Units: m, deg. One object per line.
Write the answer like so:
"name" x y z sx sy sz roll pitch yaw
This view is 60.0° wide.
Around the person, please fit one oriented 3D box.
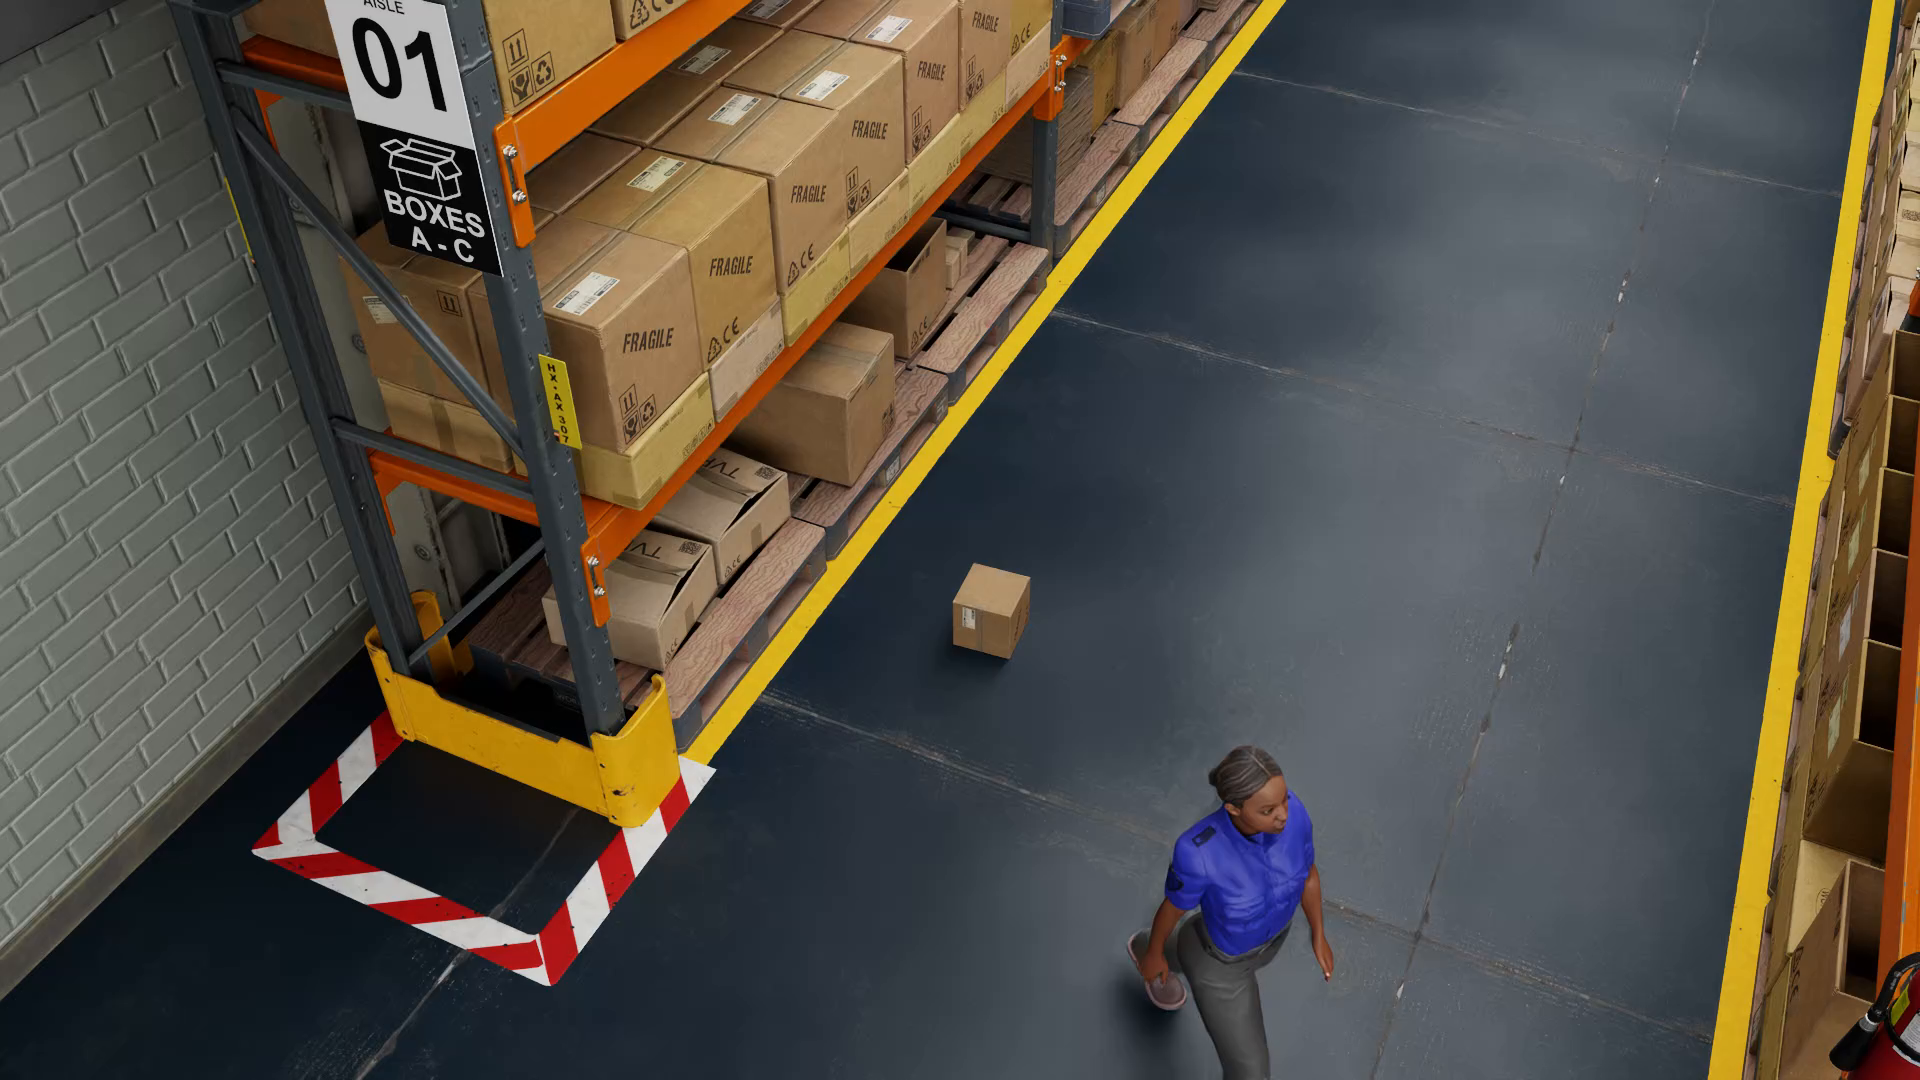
"person" 0.818 1.174 4.875 0.473 1.597 1.033 -27 49 -26
